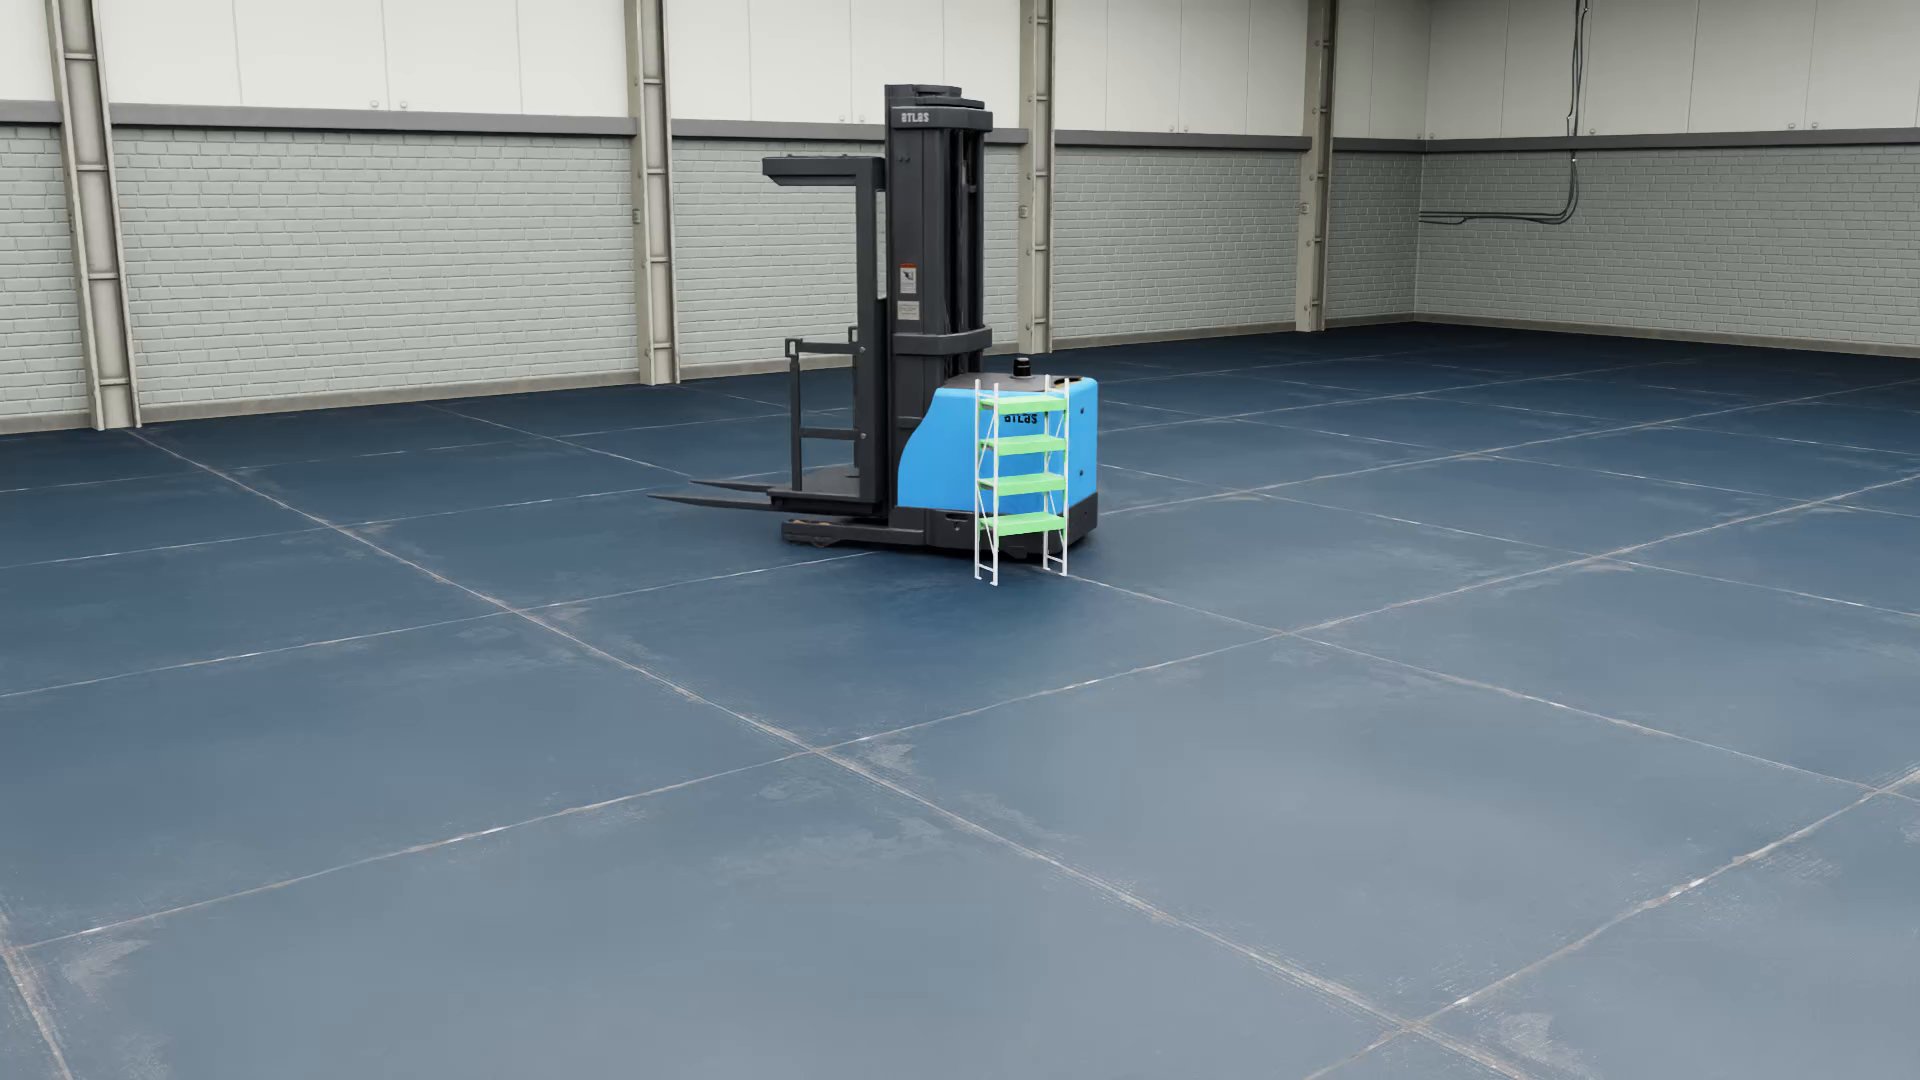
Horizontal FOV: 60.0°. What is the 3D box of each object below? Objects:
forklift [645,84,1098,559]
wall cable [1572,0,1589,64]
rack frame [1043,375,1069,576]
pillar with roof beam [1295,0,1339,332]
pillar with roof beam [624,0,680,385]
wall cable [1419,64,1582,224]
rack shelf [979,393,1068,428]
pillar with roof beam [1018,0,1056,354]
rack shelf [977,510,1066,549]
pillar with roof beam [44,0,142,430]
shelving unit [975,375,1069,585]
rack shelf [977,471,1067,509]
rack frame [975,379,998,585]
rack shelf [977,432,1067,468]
[{"bbox_3d":[-0.647,-1.481,11.045,3.031,2.935,1.130,4,13,20],"label":"forklift"},{"bbox_3d":[10.567,-8.532,24.960,0.112,2.526,3.097,-9,15,-38],"label":"wall cable"},{"bbox_3d":[0.581,-0.389,10.074,0.015,1.200,0.240,-7,14,-29],"label":"rack frame"},{"bbox_3d":[8.440,-7.153,23.150,0.400,9.000,9.100,-9,15,-38],"label":"pillar with roof beam"},{"bbox_3d":[-0.930,-5.596,15.817,0.400,9.000,9.100,-9,15,-38],"label":"pillar with roof beam"},{"bbox_3d":[8.877,-6.500,27.551,0.112,2.526,3.097,-9,15,-38],"label":"wall cable"},{"bbox_3d":[0.369,-0.772,9.870,0.480,0.148,0.258,-7,14,-29],"label":"rack shelf"},{"bbox_3d":[3.755,-6.374,19.483,0.400,9.000,9.100,-9,15,-38],"label":"pillar with roof beam"},{"bbox_3d":[0.369,-0.067,10.020,0.480,0.148,0.258,-7,14,-29],"label":"rack shelf"},{"bbox_3d":[-5.615,-4.817,12.150,0.400,9.000,9.100,-9,15,-38],"label":"pillar with roof beam"},{"bbox_3d":[0.369,-0.365,9.957,0.503,1.200,0.258,-7,14,-29],"label":"shelving unit"},{"bbox_3d":[0.369,-0.302,9.970,0.480,0.148,0.258,-7,14,-29],"label":"rack shelf"},{"bbox_3d":[0.156,-0.340,9.840,0.015,1.200,0.240,-7,14,-29],"label":"rack frame"},{"bbox_3d":[0.369,-0.537,9.920,0.480,0.148,0.258,-7,14,-29],"label":"rack shelf"}]
